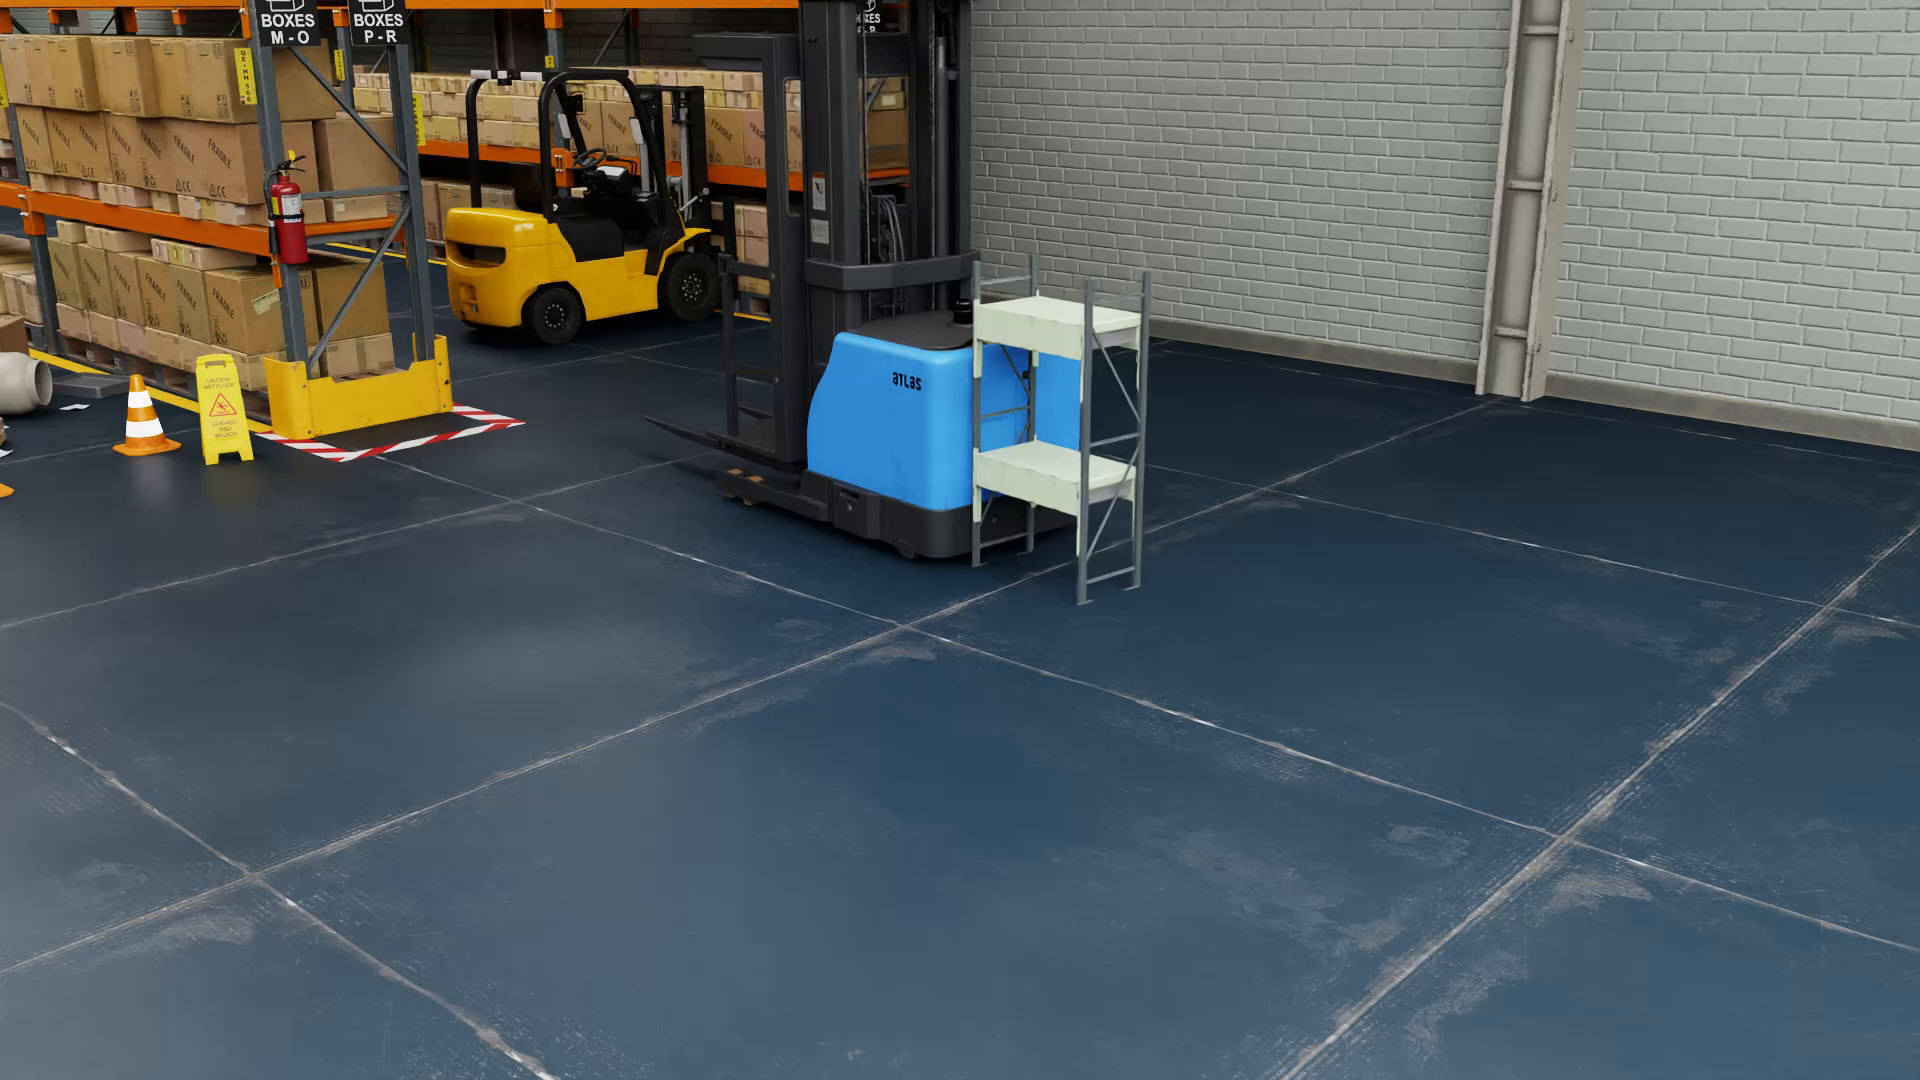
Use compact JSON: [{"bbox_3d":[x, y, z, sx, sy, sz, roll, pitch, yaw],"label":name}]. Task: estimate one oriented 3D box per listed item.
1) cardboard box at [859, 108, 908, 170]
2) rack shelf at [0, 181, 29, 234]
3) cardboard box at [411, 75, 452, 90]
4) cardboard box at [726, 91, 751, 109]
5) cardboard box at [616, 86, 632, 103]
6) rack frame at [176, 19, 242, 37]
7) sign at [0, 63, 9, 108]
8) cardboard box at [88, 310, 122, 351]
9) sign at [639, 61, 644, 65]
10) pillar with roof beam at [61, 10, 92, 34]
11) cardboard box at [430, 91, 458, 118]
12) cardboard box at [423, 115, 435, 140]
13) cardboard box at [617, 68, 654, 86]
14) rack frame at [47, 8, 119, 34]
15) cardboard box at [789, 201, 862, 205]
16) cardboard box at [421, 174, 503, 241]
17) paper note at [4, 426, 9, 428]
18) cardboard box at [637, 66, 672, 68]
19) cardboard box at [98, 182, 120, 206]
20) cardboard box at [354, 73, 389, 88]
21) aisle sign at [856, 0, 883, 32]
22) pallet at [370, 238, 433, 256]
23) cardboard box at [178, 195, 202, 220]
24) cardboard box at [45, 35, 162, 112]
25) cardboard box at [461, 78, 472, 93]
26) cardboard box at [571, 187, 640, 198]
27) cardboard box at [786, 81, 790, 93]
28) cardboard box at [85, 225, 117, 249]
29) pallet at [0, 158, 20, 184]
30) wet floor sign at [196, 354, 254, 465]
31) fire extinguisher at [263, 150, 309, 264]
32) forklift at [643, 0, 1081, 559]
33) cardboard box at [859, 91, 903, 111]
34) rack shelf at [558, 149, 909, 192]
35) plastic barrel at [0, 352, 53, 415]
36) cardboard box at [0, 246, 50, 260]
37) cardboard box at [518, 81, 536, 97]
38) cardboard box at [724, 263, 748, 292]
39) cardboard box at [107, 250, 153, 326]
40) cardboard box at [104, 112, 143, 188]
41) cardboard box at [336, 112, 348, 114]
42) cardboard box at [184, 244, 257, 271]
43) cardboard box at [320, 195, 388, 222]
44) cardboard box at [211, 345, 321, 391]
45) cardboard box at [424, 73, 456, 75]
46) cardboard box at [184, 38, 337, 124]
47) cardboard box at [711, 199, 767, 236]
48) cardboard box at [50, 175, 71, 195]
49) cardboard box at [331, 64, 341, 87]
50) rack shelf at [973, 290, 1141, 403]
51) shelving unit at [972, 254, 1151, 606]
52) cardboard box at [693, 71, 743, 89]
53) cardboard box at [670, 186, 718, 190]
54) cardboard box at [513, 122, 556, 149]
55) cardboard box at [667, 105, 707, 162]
[{"bbox_3d":[-0.812,-3.546,14.660,0.500,0.500,0.500,16,24,41],"label":"cardboard box"},{"bbox_3d":[-8.406,-3.074,14.527,4.000,0.370,1.077,15,23,39],"label":"rack shelf"},{"bbox_3d":[-5.745,-4.976,18.093,0.250,0.149,0.380,15,23,40],"label":"cardboard box"},{"bbox_3d":[-1.844,-3.904,14.718,0.250,0.149,0.380,14,22,38],"label":"cardboard box"},{"bbox_3d":[-3.010,-4.208,15.675,0.250,0.149,0.380,16,23,40],"label":"cardboard box"},{"bbox_3d":[-9.601,-5.745,21.755,0.127,3.000,1.000,15,23,39],"label":"rack frame"},{"bbox_3d":[-7.275,-3.441,12.580,0.005,0.325,0.100,15,23,39],"label":"sign"},{"bbox_3d":[-6.241,-1.620,12.610,0.500,0.250,0.500,17,24,42],"label":"cardboard box"},{"bbox_3d":[-3.250,-4.715,16.948,0.005,0.325,0.100,15,23,39],"label":"sign"},{"bbox_3d":[-16.869,-9.179,22.658,0.400,9.000,9.100,15,23,39],"label":"pillar with roof beam"},{"bbox_3d":[-5.288,-4.657,17.750,0.500,0.250,0.500,15,23,40],"label":"cardboard box"},{"bbox_3d":[-5.677,-4.522,18.150,0.500,0.250,0.500,14,22,38],"label":"cardboard box"},{"bbox_3d":[-3.000,-4.350,15.630,0.250,0.149,0.380,16,23,40],"label":"cardboard box"},{"bbox_3d":[-12.593,-6.548,24.286,0.127,3.000,1.000,15,23,39],"label":"rack frame"},{"bbox_3d":[-1.236,-2.941,15.117,0.500,0.250,0.500,15,23,39],"label":"cardboard box"},{"bbox_3d":[-5.658,-3.752,18.708,0.625,0.625,0.875,16,24,41],"label":"cardboard box"},{"bbox_3d":[-6.304,-0.748,10.952,0.123,0.001,0.032,15,23,39],"label":"paper note"},{"bbox_3d":[-3.018,-4.582,16.361,0.250,0.149,0.380,14,23,38],"label":"cardboard box"},{"bbox_3d":[-5.936,-2.500,11.947,0.250,0.149,0.380,15,23,40],"label":"cardboard box"},{"bbox_3d":[-6.567,-5.168,18.700,0.250,0.149,0.380,16,24,41],"label":"cardboard box"},{"bbox_3d":[-0.772,-4.495,13.519,0.004,0.787,0.394,15,23,39],"label":"aisle sign"},{"bbox_3d":[-6.020,-3.439,19.098,1.213,0.211,1.003,15,23,39],"label":"pallet"},{"bbox_3d":[-4.993,-2.246,11.144,0.250,0.149,0.380,16,23,40],"label":"cardboard box"},{"bbox_3d":[-5.999,-3.329,11.833,0.500,0.500,0.700,14,23,38],"label":"cardboard box"},{"bbox_3d":[-4.996,-4.764,17.426,0.250,0.149,0.380,15,23,40],"label":"cardboard box"},{"bbox_3d":[-3.464,-3.337,16.365,0.500,0.250,0.500,15,23,38],"label":"cardboard box"},{"bbox_3d":[-1.453,-3.947,14.362,0.250,0.149,0.380,16,23,40],"label":"cardboard box"},{"bbox_3d":[-6.208,-2.250,12.282,0.250,0.149,0.380,16,24,41],"label":"cardboard box"},{"bbox_3d":[-7.385,-3.110,13.769,1.213,0.211,1.003,15,23,39],"label":"pallet"},{"bbox_3d":[-4.486,-0.809,10.095,0.267,0.644,0.232,-9,20,-27],"label":"wet floor sign"},{"bbox_3d":[-4.138,-2.048,10.233,0.183,0.674,0.296,15,23,39],"label":"fire extinguisher"},{"bbox_3d":[-0.715,-1.675,9.045,1.130,2.935,3.031,-15,23,-39],"label":"forklift"},{"bbox_3d":[-0.707,-3.819,14.450,0.250,0.149,0.380,14,23,38],"label":"cardboard box"},{"bbox_3d":[-2.122,-3.394,15.537,4.000,0.370,1.077,15,23,39],"label":"rack shelf"},{"bbox_3d":[-6.468,-1.056,11.239,0.512,0.421,0.421,-3,18,-8],"label":"plastic barrel"},{"bbox_3d":[-8.365,-2.350,14.708,0.625,0.372,0.950,16,24,41],"label":"cardboard box"},{"bbox_3d":[-4.226,-4.562,16.789,0.250,0.149,0.380,15,23,38],"label":"cardboard box"},{"bbox_3d":[-1.921,-2.453,15.232,0.500,0.250,0.500,15,23,40],"label":"cardboard box"},{"bbox_3d":[-5.853,-1.873,12.167,0.500,0.500,0.500,17,24,42],"label":"cardboard box"},{"bbox_3d":[-5.617,-2.757,11.682,0.500,0.500,0.500,15,23,40],"label":"cardboard box"},{"bbox_3d":[-4.478,-2.662,11.385,0.500,0.500,0.500,16,24,41],"label":"cardboard box"},{"bbox_3d":[-5.009,-1.928,11.268,0.250,0.149,0.380,16,24,41],"label":"cardboard box"},{"bbox_3d":[-4.035,-2.207,11.023,0.250,0.149,0.380,15,23,39],"label":"cardboard box"},{"bbox_3d":[-4.719,-1.208,11.309,0.500,0.250,0.500,15,23,39],"label":"cardboard box"},{"bbox_3d":[-5.809,-5.186,18.757,0.250,0.149,0.380,15,23,39],"label":"cardboard box"},{"bbox_3d":[-4.445,-2.931,10.578,0.500,0.500,0.700,14,23,38],"label":"cardboard box"},{"bbox_3d":[-1.947,-2.924,15.064,0.500,0.250,0.500,15,23,40],"label":"cardboard box"},{"bbox_3d":[-6.664,-2.720,12.640,0.250,0.149,0.380,16,24,41],"label":"cardboard box"},{"bbox_3d":[-7.953,-5.477,20.046,0.637,0.503,0.797,14,23,38],"label":"cardboard box"},{"bbox_3d":[0.457,-0.907,7.699,0.431,0.370,0.720,-15,23,-39],"label":"rack shelf"},{"bbox_3d":[0.457,-0.535,7.817,0.431,1.500,0.755,-15,23,-39],"label":"shelving unit"},{"bbox_3d":[-2.185,-4.165,15.048,0.250,0.149,0.380,15,23,40],"label":"cardboard box"},{"bbox_3d":[-2.732,-3.352,16.412,0.500,0.250,0.500,15,23,38],"label":"cardboard box"},{"bbox_3d":[-4.168,-4.109,16.849,0.500,0.250,0.500,16,23,40],"label":"cardboard box"},{"bbox_3d":[-2.317,-3.730,15.241,0.500,0.500,0.500,15,23,40],"label":"cardboard box"}]
